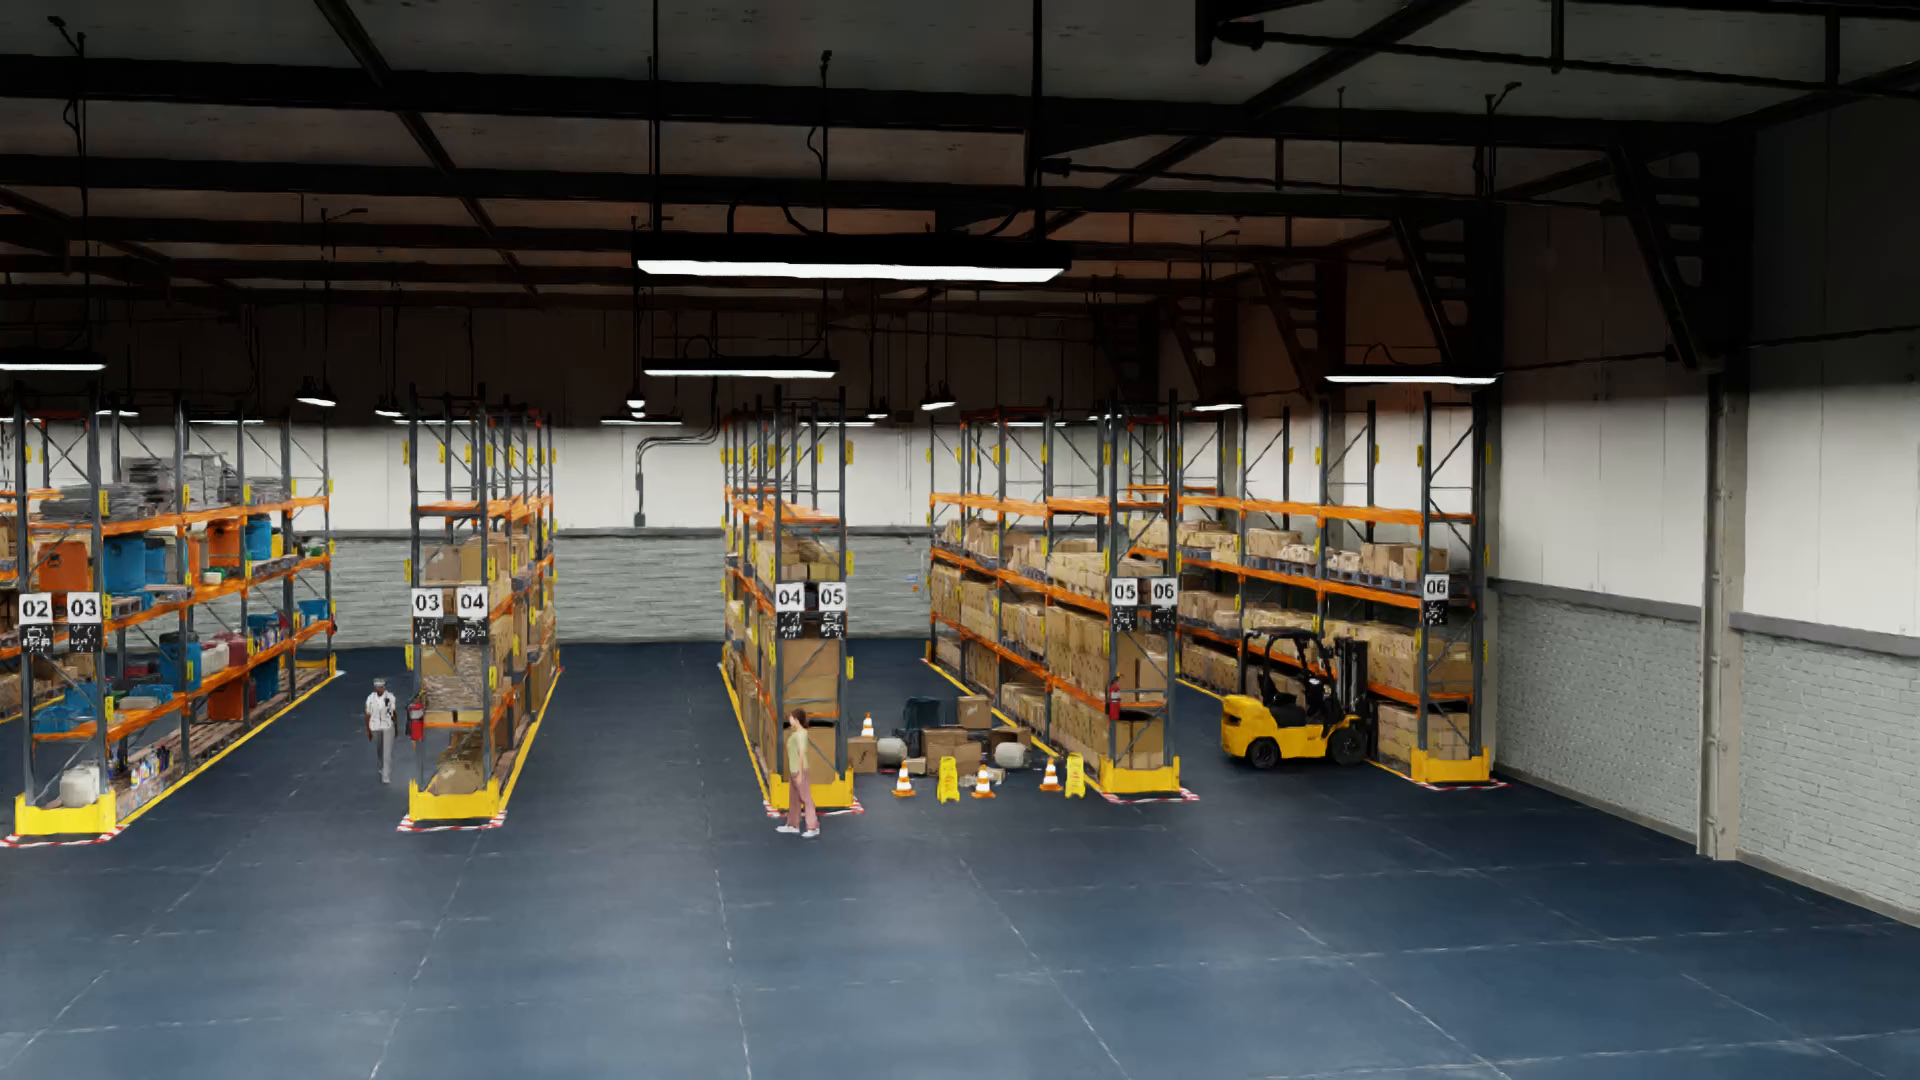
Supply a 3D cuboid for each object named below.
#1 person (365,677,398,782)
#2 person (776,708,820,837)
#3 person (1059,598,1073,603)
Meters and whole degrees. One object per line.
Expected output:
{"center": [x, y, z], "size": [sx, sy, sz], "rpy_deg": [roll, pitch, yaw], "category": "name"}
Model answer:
{"center": [-8.927, 2.883, 25.647], "size": [0.456, 1.576, 1.088], "rpy_deg": [0, 3, -8], "category": "person"}
{"center": [-2.141, 3.051, 21.960], "size": [0.571, 1.668, 0.620], "rpy_deg": [0, 3, -8], "category": "person"}
{"center": [2.892, 1.903, 44.073], "size": [0.579, 1.742, 0.605], "rpy_deg": [2, 4, 38], "category": "person"}
